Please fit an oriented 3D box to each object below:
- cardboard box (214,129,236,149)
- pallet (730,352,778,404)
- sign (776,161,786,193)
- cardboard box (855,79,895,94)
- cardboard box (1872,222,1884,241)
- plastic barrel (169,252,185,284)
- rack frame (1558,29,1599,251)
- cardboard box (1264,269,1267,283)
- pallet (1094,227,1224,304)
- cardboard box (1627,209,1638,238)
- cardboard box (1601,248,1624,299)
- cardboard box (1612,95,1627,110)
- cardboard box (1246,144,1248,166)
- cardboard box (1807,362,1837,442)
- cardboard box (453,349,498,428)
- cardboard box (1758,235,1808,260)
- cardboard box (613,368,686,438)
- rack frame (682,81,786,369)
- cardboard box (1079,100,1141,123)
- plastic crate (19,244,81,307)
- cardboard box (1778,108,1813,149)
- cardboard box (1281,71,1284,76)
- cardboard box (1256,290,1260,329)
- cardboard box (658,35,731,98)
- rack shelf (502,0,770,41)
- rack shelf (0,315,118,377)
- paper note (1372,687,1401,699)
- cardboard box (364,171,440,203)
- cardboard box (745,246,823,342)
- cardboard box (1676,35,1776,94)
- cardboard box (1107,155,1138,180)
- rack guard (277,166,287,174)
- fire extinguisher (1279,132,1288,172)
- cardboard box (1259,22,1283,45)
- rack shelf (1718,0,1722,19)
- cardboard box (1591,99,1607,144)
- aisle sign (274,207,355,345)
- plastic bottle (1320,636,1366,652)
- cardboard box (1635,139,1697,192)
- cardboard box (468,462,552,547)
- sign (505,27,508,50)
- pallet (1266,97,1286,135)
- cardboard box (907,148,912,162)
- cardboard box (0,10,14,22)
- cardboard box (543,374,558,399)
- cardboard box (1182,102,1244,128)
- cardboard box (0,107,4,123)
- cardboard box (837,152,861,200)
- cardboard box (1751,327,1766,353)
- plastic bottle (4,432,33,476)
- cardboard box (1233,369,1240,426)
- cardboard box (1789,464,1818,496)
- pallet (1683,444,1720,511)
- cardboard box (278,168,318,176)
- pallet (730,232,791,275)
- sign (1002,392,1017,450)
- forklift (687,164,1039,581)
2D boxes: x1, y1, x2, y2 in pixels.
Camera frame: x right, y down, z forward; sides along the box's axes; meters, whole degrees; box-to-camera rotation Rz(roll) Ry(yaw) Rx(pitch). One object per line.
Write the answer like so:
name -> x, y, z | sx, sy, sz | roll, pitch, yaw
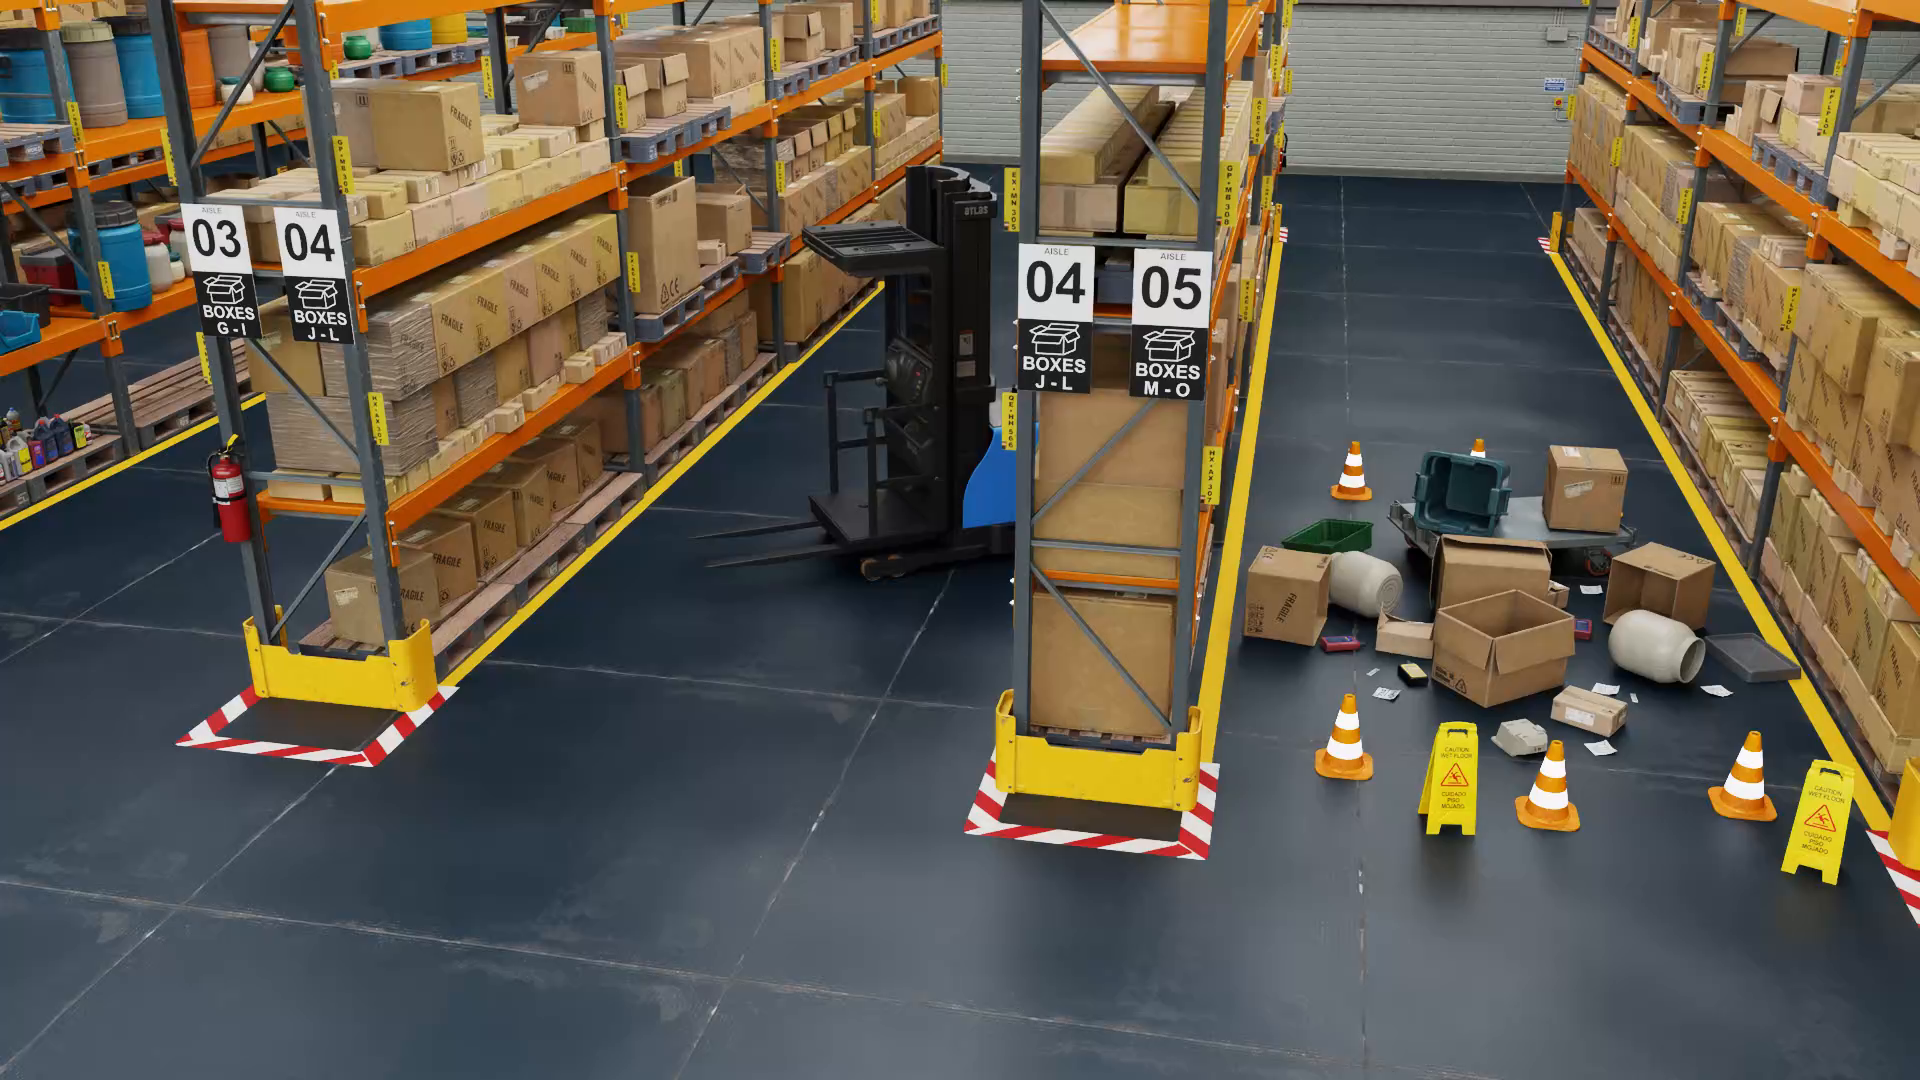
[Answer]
cardboard box -> -10.804, -5.912, 23.884 | 0.500, 0.500, 0.500 | 5, 22, 12
pallet -> -2.556, -1.714, 17.327 | 1.003, 0.211, 1.213 | 4, 22, 11
sign -> -1.862, -3.756, 17.220 | 0.100, 0.325, 0.005 | 4, 22, 11
cardboard box -> -1.227, -6.297, 23.774 | 0.500, 0.500, 0.500 | 4, 22, 10
cardboard box -> 6.046, -1.975, 10.564 | 0.380, 0.149, 0.250 | 5, 23, 13
plastic barrel -> -7.639, -2.616, 16.019 | 0.301, 0.262, 0.301 | 0, 22, 0
rack frame -> 8.939, -5.464, 22.904 | 1.000, 3.000, 0.127 | 4, 22, 11
cardboard box -> 3.645, -3.322, 20.841 | 0.380, 0.149, 0.250 | 3, 22, 9
pallet -> 0.949, -1.575, 9.352 | 1.003, 0.211, 1.213 | 4, 22, 11
cardboard box -> 7.550, -3.415, 18.018 | 0.500, 0.250, 0.500 | 4, 22, 10
cardboard box -> 8.356, -3.228, 20.222 | 0.875, 0.438, 0.875 | 4, 22, 10
cardboard box -> 8.145, -5.316, 20.196 | 0.380, 0.149, 0.250 | 4, 22, 11
cardboard box -> 1.812, -2.682, 11.622 | 0.380, 0.149, 0.250 | 5, 22, 12
cardboard box -> 6.048, -0.934, 11.126 | 0.500, 0.500, 0.500 | 4, 22, 11
cardboard box -> -3.759, -1.122, 11.593 | 0.875, 0.500, 0.500 | 4, 22, 11
cardboard box -> 6.524, -2.296, 13.077 | 0.380, 0.149, 0.250 | 4, 22, 9
cardboard box -> -2.949, -1.271, 15.251 | 0.700, 0.500, 0.500 | 4, 22, 11
rack frame -> -2.395, -3.293, 17.516 | 1.000, 3.000, 0.127 | 4, 22, 11
cardboard box -> 0.959, -2.728, 10.671 | 0.380, 0.149, 0.250 | 4, 22, 11
plastic crate -> -8.260, -2.438, 15.306 | 0.402, 0.464, 0.583 | 4, 22, 11
cardboard box -> 6.681, -3.187, 12.876 | 0.500, 0.250, 0.500 | 5, 22, 12
cardboard box -> 4.119, -6.081, 22.566 | 0.500, 0.500, 0.500 | 4, 22, 9
cardboard box -> 3.138, -2.712, 18.855 | 0.500, 0.500, 0.500 | 4, 22, 10
cardboard box -> -2.457, -4.401, 15.448 | 0.500, 0.500, 0.500 | 5, 22, 12
rack shelf -> -2.803, -4.825, 14.788 | 1.077, 0.370, 4.000 | 4, 22, 11
rack shelf -> -8.468, -1.143, 13.139 | 1.077, 0.370, 4.000 | 4, 22, 11
paper note -> 2.781, 0.997, 10.840 | 0.144, 0.017, 0.142 | 13, 25, 29
cardboard box -> -3.541, -2.241, 10.554 | 0.380, 0.149, 0.250 | 5, 23, 13
cardboard box -> -2.234, -2.753, 18.457 | 1.225, 0.875, 0.875 | 3, 22, 8
cardboard box -> 7.323, -4.547, 15.917 | 0.700, 0.500, 0.500 | 3, 22, 8
cardboard box -> 0.737, -2.037, 9.487 | 0.500, 0.250, 0.500 | 5, 22, 11
rack guard -> -10.475, -5.788, 27.057 | 1.175, 0.500, 0.348 | 4, 22, 11
fire extinguisher -> 4.576, -5.652, 23.975 | 0.296, 0.674, 0.183 | 4, 22, 11
cardboard box -> 3.590, -6.053, 19.883 | 0.500, 0.250, 0.500 | 5, 23, 13
rack shelf -> 7.715, -5.533, 16.544 | 1.077, 0.370, 4.000 | 4, 22, 11
cardboard box -> 8.265, -5.259, 20.924 | 0.500, 0.500, 0.500 | 5, 22, 11
aisle sign -> -3.746, -1.528, 9.652 | 0.394, 0.787, 0.004 | 4, 22, 11
plastic bottle -> 2.650, 0.715, 11.497 | 0.283, 0.061, 0.133 | -3, 22, -8
cardboard box -> 7.570, -4.000, 17.799 | 0.500, 0.500, 0.500 | 4, 22, 10
cardboard box -> -3.491, -0.279, 12.816 | 0.500, 0.500, 0.500 | 2, 22, 6
sign -> -5.889, -6.487, 21.417 | 0.100, 0.325, 0.005 | 4, 22, 11
pallet -> 2.361, -3.942, 15.365 | 1.213, 0.211, 1.003 | 6, 23, 13
cardboard box -> -0.876, -5.293, 22.816 | 0.380, 0.149, 0.250 | 4, 22, 9
cardboard box -> -11.789, -6.483, 19.949 | 0.500, 0.500, 0.500 | 4, 22, 11
cardboard box -> -3.271, -1.159, 12.554 | 0.380, 0.149, 0.250 | 4, 22, 11
cardboard box -> 1.603, -2.682, 10.555 | 0.380, 0.149, 0.250 | 4, 22, 10
cardboard box -> -15.542, -7.037, 26.409 | 0.980, 0.700, 0.700 | 4, 22, 10
cardboard box -> -1.514, -4.430, 20.205 | 0.500, 0.500, 0.500 | 5, 23, 13
cardboard box -> 6.414, -1.555, 12.972 | 0.380, 0.149, 0.250 | 4, 22, 10
plastic bottle -> -8.014, -0.737, 14.126 | 0.144, 0.351, 0.185 | 4, 22, 11
cardboard box -> 2.053, -1.494, 15.496 | 1.050, 0.750, 0.750 | 5, 22, 12
cardboard box -> 6.022, -0.407, 11.595 | 0.380, 0.149, 0.250 | 5, 22, 12
pallet -> 6.895, -0.514, 14.347 | 1.003, 0.211, 1.213 | 4, 22, 11
cardboard box -> -4.132, -2.288, 10.671 | 0.380, 0.149, 0.250 | 5, 22, 11
pallet -> -2.436, -2.936, 16.884 | 1.213, 0.211, 1.003 | 4, 22, 11
sign -> 0.279, -0.646, 9.075 | 0.100, 0.325, 0.005 | 4, 22, 11
forklift -> -0.582, -1.275, 12.597 | 3.031, 2.935, 1.130 | -8, 23, -20
